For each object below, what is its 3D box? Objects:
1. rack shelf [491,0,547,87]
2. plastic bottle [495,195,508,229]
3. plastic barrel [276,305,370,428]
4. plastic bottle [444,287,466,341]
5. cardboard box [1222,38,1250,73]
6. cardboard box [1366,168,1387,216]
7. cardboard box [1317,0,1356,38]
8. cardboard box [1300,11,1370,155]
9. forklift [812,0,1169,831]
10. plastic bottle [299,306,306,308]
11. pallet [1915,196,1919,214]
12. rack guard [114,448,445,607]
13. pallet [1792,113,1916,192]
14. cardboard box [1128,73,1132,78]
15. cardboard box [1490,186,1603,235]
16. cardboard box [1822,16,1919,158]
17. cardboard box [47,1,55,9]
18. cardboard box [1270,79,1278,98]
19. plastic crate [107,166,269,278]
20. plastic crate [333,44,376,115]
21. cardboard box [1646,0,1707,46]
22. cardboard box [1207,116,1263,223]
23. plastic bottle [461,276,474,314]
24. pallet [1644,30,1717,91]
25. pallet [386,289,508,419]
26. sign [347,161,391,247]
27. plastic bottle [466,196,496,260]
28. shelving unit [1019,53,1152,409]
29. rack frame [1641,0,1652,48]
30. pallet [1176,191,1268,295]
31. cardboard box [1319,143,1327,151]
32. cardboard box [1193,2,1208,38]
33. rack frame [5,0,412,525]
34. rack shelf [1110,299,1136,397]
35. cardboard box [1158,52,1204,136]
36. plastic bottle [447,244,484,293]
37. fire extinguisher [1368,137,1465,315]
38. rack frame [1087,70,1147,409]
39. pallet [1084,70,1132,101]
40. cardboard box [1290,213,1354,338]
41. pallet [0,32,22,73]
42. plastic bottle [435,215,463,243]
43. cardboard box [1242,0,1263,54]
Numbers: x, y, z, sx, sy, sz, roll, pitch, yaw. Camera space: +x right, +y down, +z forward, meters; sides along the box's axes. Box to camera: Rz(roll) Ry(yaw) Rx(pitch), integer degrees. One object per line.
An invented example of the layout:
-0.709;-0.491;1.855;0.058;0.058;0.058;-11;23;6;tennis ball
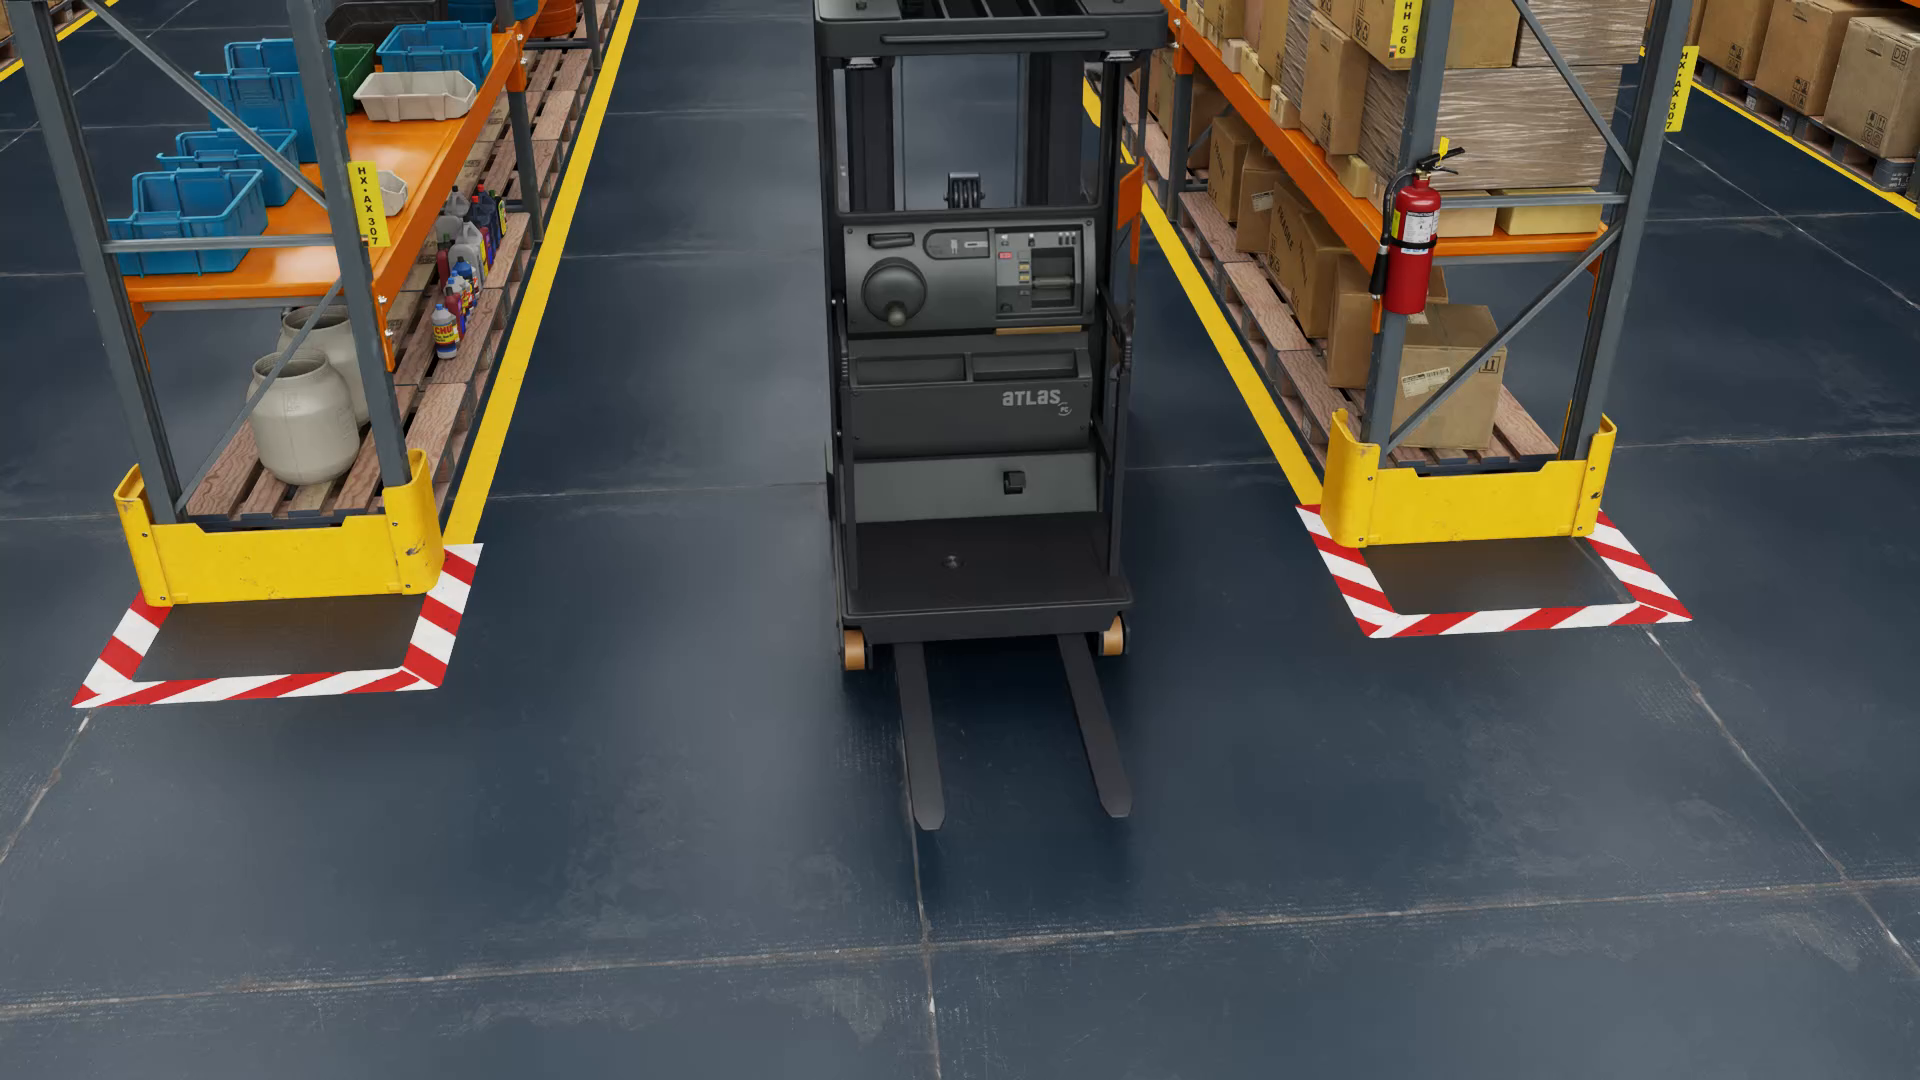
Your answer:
-3.284;-3.846;11.465;1.077;0.370;4.000;-3;31;-5;rack shelf
-2.753;-1.951;9.891;0.097;0.201;0.097;0;31;0;plastic bottle
-2.908;-0.792;7.668;0.421;0.512;0.421;0;31;0;plastic barrel
-2.586;-1.171;8.506;0.061;0.283;0.133;-2;31;-4;plastic bottle
1.631;-2.628;8.969;0.380;0.149;0.250;-3;31;-5;cardboard box
1.953;-1.484;7.055;0.380;0.149;0.250;-3;31;-5;cardboard box
1.858;-2.453;7.069;0.500;0.500;0.500;-3;31;-5;cardboard box
2.017;-2.031;7.338;0.875;0.500;0.500;-3;31;-5;cardboard box
0.062;-0.937;5.960;1.130;2.935;3.031;-3;31;-5;forklift
-3.328;-1.158;8.490;0.152;0.276;0.135;-3;31;-4;plastic bottle
6.775;-1.968;10.339;1.003;0.211;1.213;-3;31;-5;pallet
-2.778;-0.055;6.855;1.175;0.500;0.348;-3;31;-5;rack guard
6.634;-2.750;11.649;1.003;0.211;1.213;-3;31;-5;pallet
1.607;-3.905;12.872;0.700;0.500;0.500;-5;31;-9;cardboard box
2.418;-1.378;6.877;0.380;0.149;0.250;-3;31;-5;cardboard box
6.634;-3.084;11.273;1.050;0.750;0.750;-3;31;-5;cardboard box
-8.258;-4.826;14.413;0.500;0.500;0.500;-3;31;-5;cardboard box
1.776;-2.248;8.334;0.380;0.149;0.250;-3;31;-5;cardboard box
-3.068;-1.269;6.594;0.499;0.251;0.616;-3;31;-5;plastic crate
-3.252;-2.336;8.443;0.450;0.188;0.662;-3;31;-5;plastic crate
6.375;-4.499;13.641;1.050;0.750;0.750;-3;31;-5;cardboard box
1.831;-2.272;10.157;0.500;0.500;0.500;-4;31;-6;cardboard box
-2.634;-1.296;8.795;0.097;0.201;0.097;0;31;0;plastic bottle
6.406;-3.996;13.734;1.003;0.211;1.213;-3;31;-5;pallet
-2.959;-0.968;8.664;1.003;0.211;1.213;-3;31;-5;pallet
-2.176;-1.235;6.122;0.100;0.325;0.005;-3;31;-5;sign
-2.732;-1.773;9.447;0.144;0.351;0.185;-4;31;-7;plastic bottle
0.563;-1.492;7.693;0.431;2.100;0.503;14;33;21;shelving unit
6.408;-5.599;13.699;1.000;3.000;0.127;-3;31;-5;rack frame
1.932;-1.833;10.113;1.003;0.211;1.213;-3;31;-5;pallet
1.888;-1.868;7.696;0.380;0.149;0.250;-3;31;-5;cardboard box
1.565;-3.011;9.611;0.380;0.149;0.250;-3;31;-5;cardboard box
-2.724;-1.092;6.152;1.000;3.000;0.127;-3;31;-5;rack frame
0.559;-0.874;8.051;0.431;0.518;0.480;14;33;21;rack shelf
1.772;-3.046;11.433;0.700;0.500;0.500;-3;31;-5;cardboard box
-2.691;-1.492;9.050;0.152;0.276;0.135;-2;31;-4;plastic bottle
1.759;-1.215;6.435;0.296;0.674;0.183;-3;31;-5;fire extinguisher
0.667;-1.602;7.884;0.400;2.100;0.015;14;33;21;rack frame
1.532;-3.817;13.435;1.003;0.211;1.213;-3;31;-5;pallet
2.036;-1.380;8.663;0.500;0.500;0.500;0;31;0;cardboard box
-8.435;-4.126;13.953;1.003;0.211;1.213;-3;31;-5;pallet
-2.878;-1.721;9.432;0.152;0.276;0.135;-3;31;-5;plastic bottle
1.973;-2.802;8.628;0.875;0.500;0.500;-3;31;-5;cardboard box
